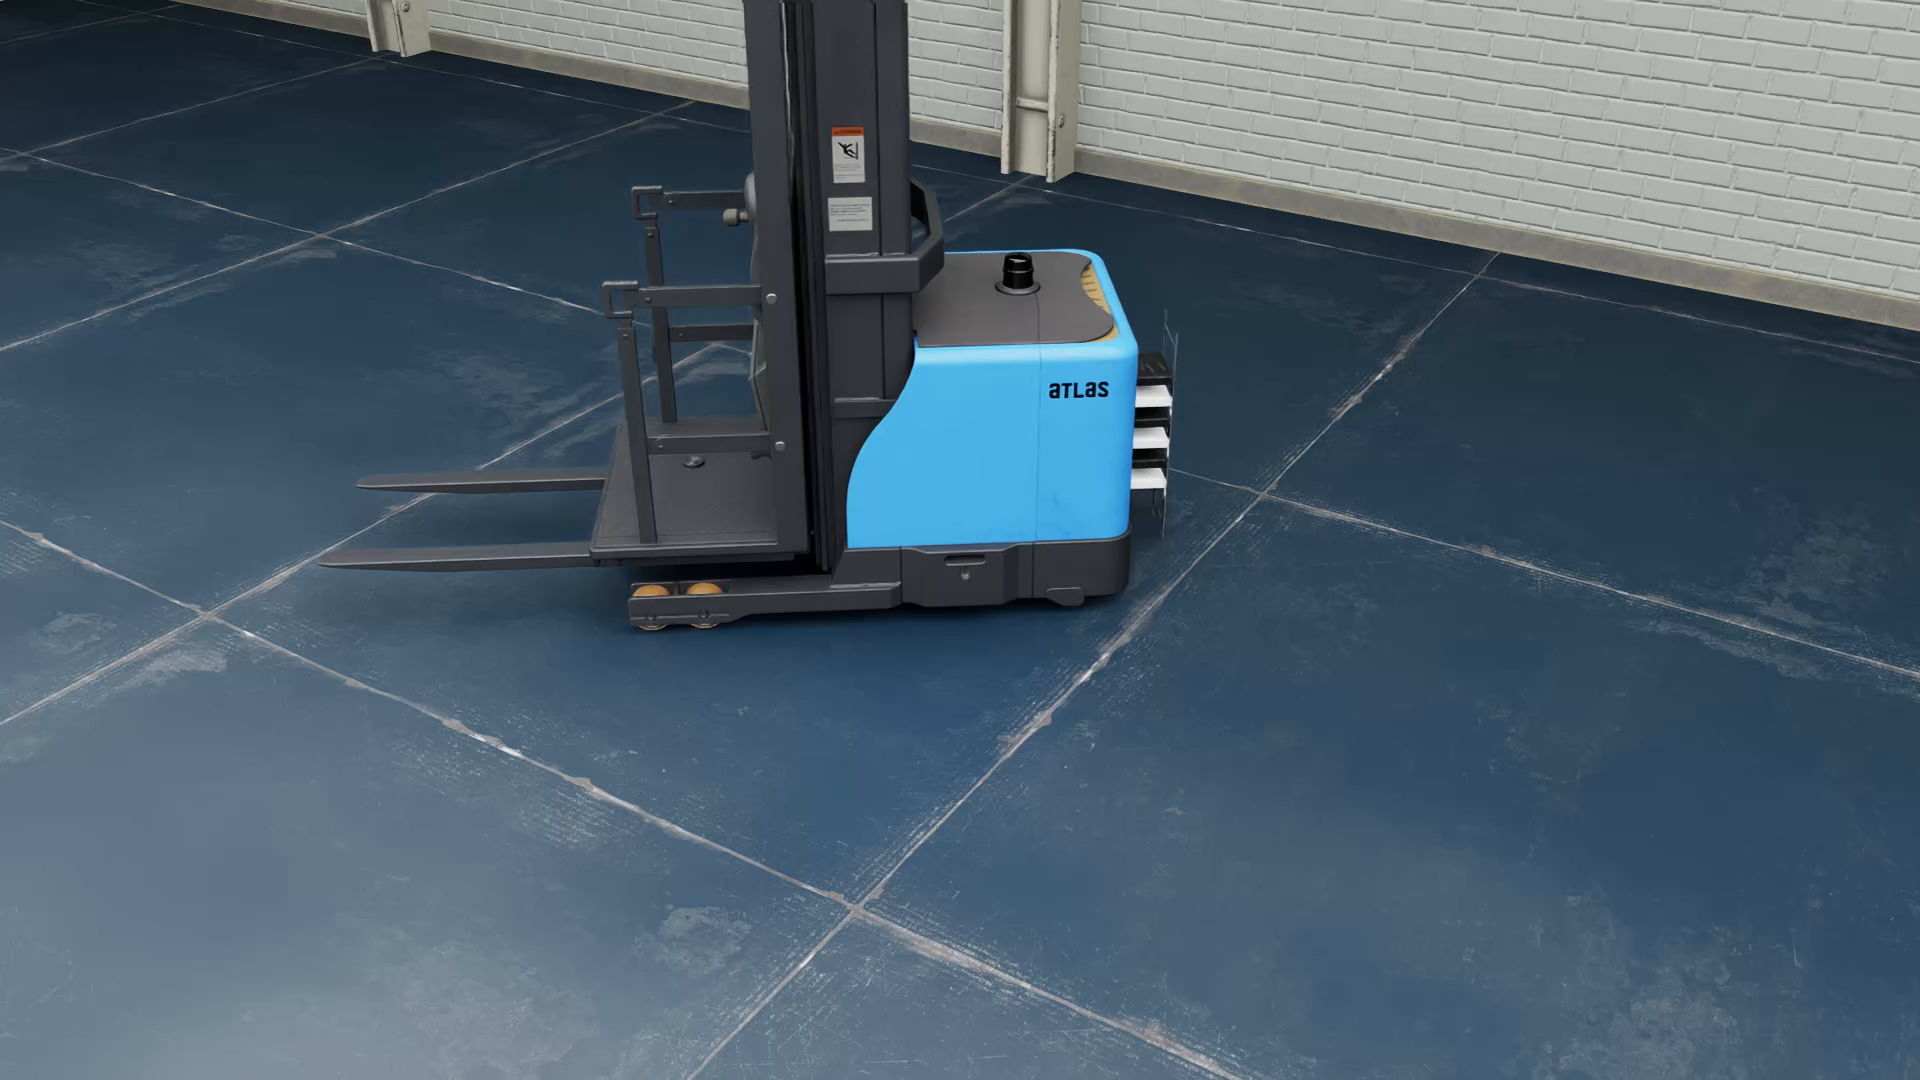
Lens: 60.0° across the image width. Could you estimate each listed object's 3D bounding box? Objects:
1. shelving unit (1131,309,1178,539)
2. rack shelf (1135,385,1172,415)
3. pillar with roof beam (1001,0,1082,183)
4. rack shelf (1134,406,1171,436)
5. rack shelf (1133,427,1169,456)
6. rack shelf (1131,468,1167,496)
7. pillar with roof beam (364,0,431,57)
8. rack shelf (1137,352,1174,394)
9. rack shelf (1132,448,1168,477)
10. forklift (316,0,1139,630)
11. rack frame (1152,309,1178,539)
[{"bbox_3d":[0.714,-0.450,6.629,0.210,0.900,0.258,-2,30,-4],"label":"shelving unit"},{"bbox_3d":[0.714,-0.577,6.555,0.200,0.077,0.258,-2,30,-4],"label":"rack shelf"},{"bbox_3d":[-1.776,-4.464,5.472,0.400,9.000,9.100,18,35,27],"label":"pillar with roof beam"},{"bbox_3d":[0.714,-0.499,6.601,0.200,0.077,0.258,-2,30,-4],"label":"rack shelf"},{"bbox_3d":[0.714,-0.422,6.646,0.200,0.077,0.258,-2,30,-4],"label":"rack shelf"},{"bbox_3d":[0.714,-0.266,6.737,0.200,0.077,0.258,-2,30,-4],"label":"rack shelf"},{"bbox_3d":[-6.858,-6.071,8.227,0.400,9.000,9.100,18,35,27],"label":"pillar with roof beam"},{"bbox_3d":[0.714,-0.655,6.510,0.200,0.077,0.258,-2,30,-4],"label":"rack shelf"},{"bbox_3d":[0.714,-0.344,6.691,0.200,0.077,0.258,-2,30,-4],"label":"rack shelf"},{"bbox_3d":[-0.899,-1.208,5.911,3.031,2.935,1.130,-2,30,-4],"label":"forklift"},{"bbox_3d":[0.815,-0.454,6.635,0.006,0.900,0.240,-2,30,-4],"label":"rack frame"}]
